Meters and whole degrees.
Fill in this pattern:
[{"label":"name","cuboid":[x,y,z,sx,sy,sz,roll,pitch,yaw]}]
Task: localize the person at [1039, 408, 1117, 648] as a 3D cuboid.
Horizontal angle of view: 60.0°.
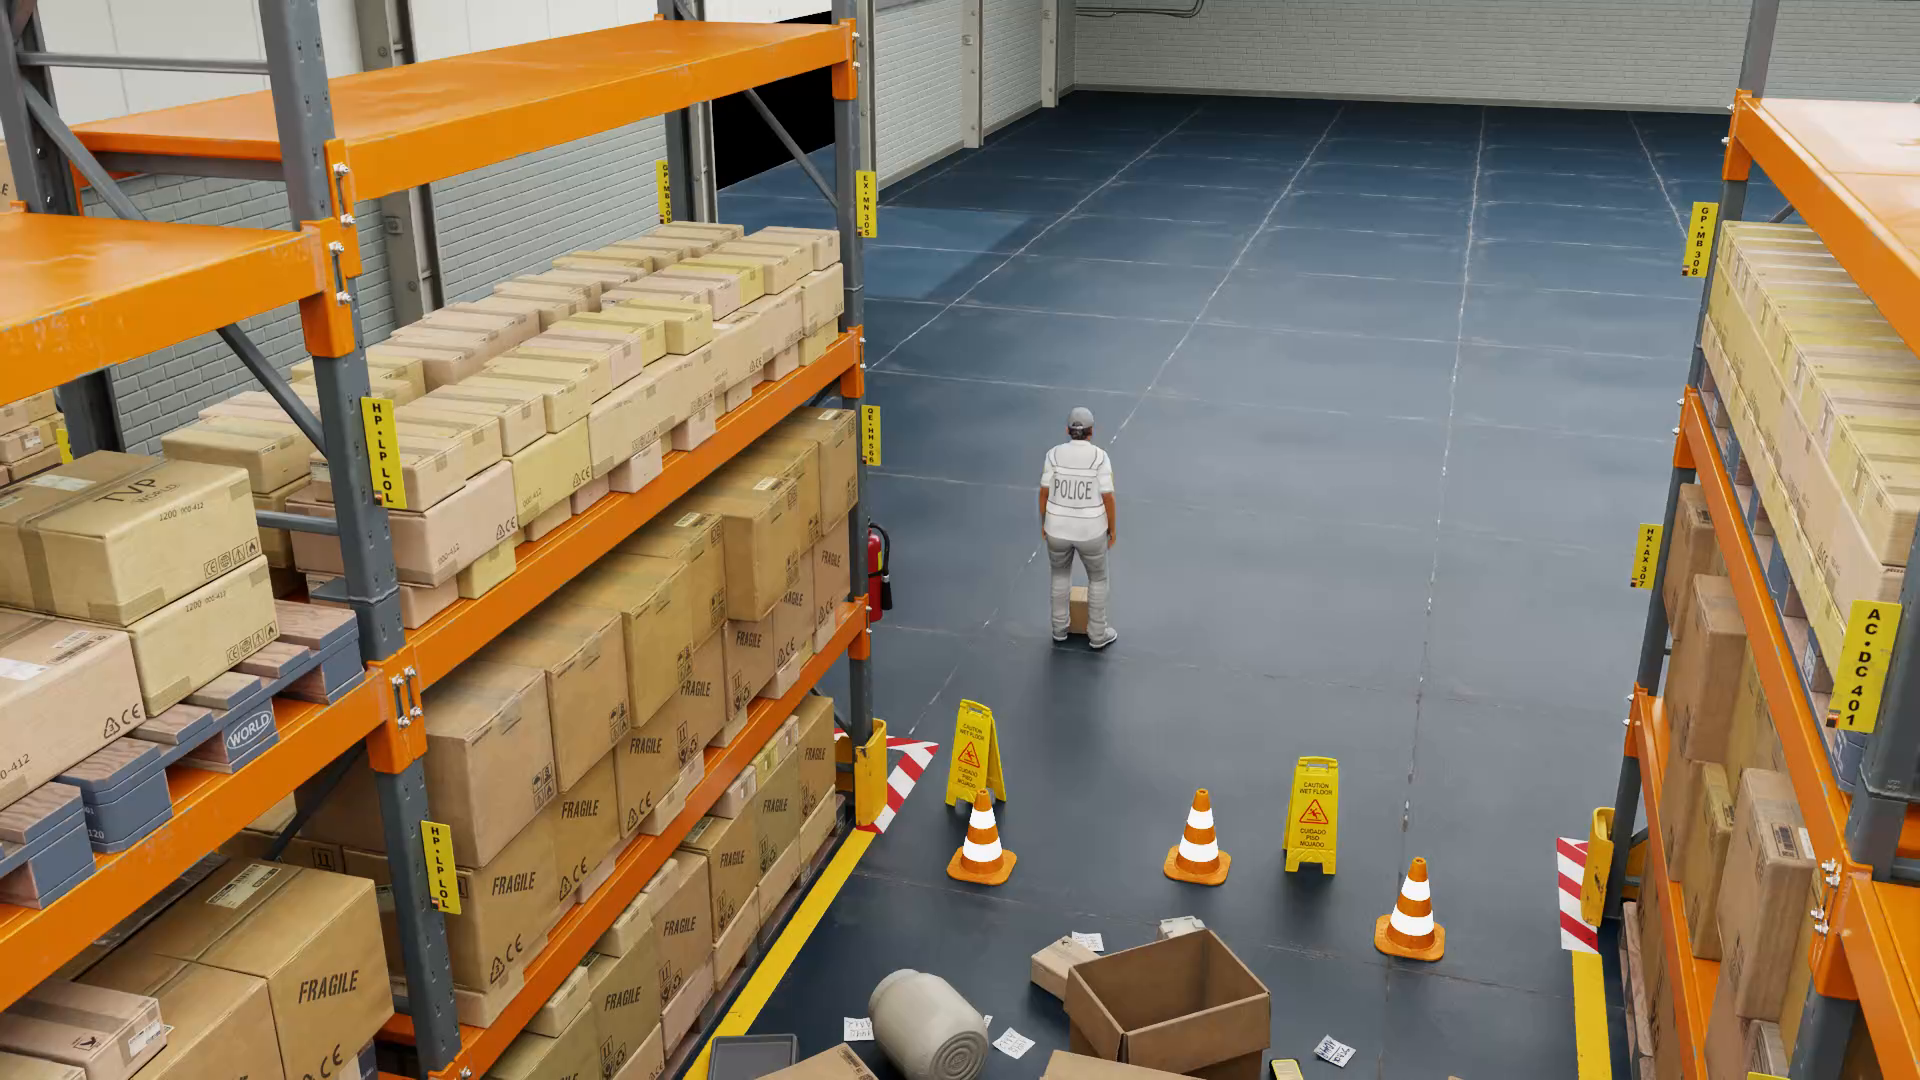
[{"label":"person","cuboid":[0.807,-0.079,11.276,0.538,1.666,0.465,7,23,16]}]
